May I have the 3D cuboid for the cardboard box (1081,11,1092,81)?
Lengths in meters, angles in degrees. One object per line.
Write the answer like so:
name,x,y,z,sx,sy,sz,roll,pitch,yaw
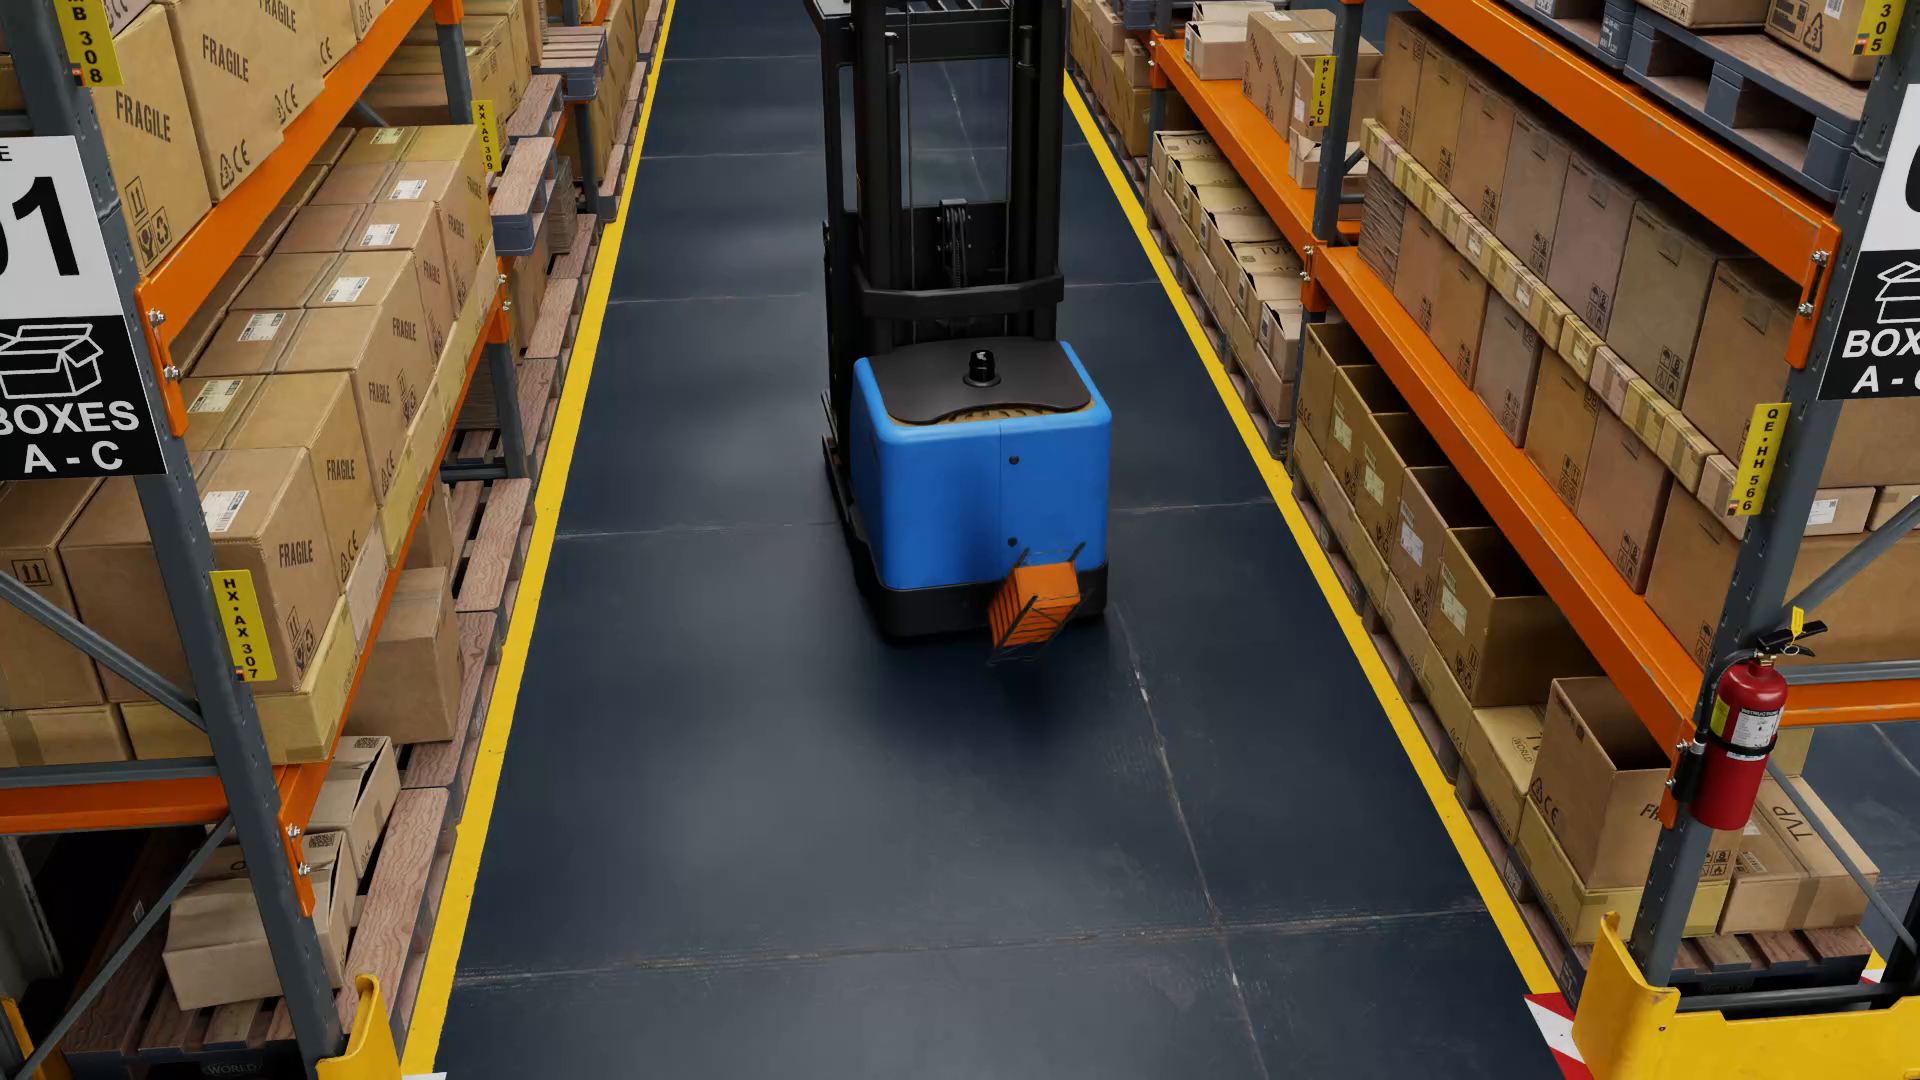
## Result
cardboard box,1.356,-4.338,14.596,0.500,0.500,0.500,-2,31,-4

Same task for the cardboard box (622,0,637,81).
cardboard box,-3.249,-4.445,14.454,0.750,0.750,0.750,-2,31,-4

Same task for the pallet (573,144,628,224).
pallet,-3.064,-2.680,12.532,1.003,0.211,1.213,-3,31,-5

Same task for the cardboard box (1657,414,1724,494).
cardboard box,2.362,-0.267,5.042,0.380,0.149,0.250,-2,31,-3

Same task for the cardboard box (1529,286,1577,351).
cardboard box,2.266,-0.795,5.925,0.380,0.149,0.250,-2,31,-3

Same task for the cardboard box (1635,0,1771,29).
cardboard box,2.243,-1.665,4.788,0.500,0.250,0.500,-3,31,-5

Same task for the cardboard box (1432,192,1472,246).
cardboard box,2.169,-1.322,6.808,0.380,0.149,0.250,-4,31,-6

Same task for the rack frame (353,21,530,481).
rack frame,-2.692,-1.429,7.718,1.000,3.000,0.127,-3,31,-5

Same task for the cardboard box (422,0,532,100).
cardboard box,-2.873,-2.829,9.534,0.700,0.500,0.500,-3,31,-5

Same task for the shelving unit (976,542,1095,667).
shelving unit,0.288,0.282,6.791,0.258,1.200,0.189,-6,74,-10

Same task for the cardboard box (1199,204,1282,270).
cardboard box,1.774,-1.879,10.196,0.500,0.311,0.500,-3,31,-5

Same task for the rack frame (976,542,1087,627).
rack frame,0.274,0.195,6.816,0.240,1.200,0.006,-6,74,-10

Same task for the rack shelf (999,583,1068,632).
rack shelf,0.299,0.260,6.720,0.258,0.103,0.180,-6,74,-10

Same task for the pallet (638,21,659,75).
pallet,-3.432,-4.708,15.927,1.003,0.211,1.213,-3,31,-5

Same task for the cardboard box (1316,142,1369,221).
cardboard box,2.150,-1.853,8.574,0.500,0.250,0.500,-1,31,-1

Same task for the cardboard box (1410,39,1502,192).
cardboard box,2.336,-1.784,6.949,0.700,0.500,0.500,-3,31,-5

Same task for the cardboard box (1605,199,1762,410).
cardboard box,2.523,-0.760,5.235,0.700,0.500,0.500,-4,31,-6

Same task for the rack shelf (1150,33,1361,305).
rack shelf,2.053,-2.381,10.012,1.077,0.370,4.000,-3,31,-5

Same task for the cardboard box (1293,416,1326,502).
cardboard box,1.981,-0.417,8.295,0.500,0.250,0.500,-3,31,-5

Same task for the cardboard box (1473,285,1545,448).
cardboard box,2.435,-0.698,6.396,0.700,0.500,0.500,-2,31,-3

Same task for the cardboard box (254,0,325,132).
cardboard box,-2.168,-1.450,4.710,0.500,0.500,0.500,-1,31,-2

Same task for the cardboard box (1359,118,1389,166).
cardboard box,2.072,-1.843,7.681,0.380,0.149,0.250,-3,31,-5

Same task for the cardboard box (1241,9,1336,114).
cardboard box,2.039,-2.898,10.079,0.500,0.500,0.500,-4,31,-7

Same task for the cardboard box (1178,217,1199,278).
cardboard box,1.725,-1.907,10.790,0.500,0.250,0.500,-4,31,-6

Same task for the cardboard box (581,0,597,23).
cardboard box,-2.821,-3.820,11.946,0.380,0.149,0.250,-2,31,-3

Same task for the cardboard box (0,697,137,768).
cardboard box,-2.555,0.439,4.716,0.500,0.250,0.500,-2,31,-4

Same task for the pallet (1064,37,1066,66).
pallet,1.429,-4.906,16.258,1.003,0.211,1.213,-3,31,-5

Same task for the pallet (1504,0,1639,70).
pallet,2.456,-1.863,5.604,1.003,0.211,1.213,-3,31,-5

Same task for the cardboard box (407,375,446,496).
cardboard box,-2.197,-0.378,6.085,0.500,0.250,0.500,-2,31,-4

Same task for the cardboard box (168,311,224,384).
cardboard box,-2.664,-0.405,5.398,0.500,0.500,0.500,-4,31,-6

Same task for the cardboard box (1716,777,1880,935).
cardboard box,2.785,1.090,5.773,0.500,0.250,0.500,-3,31,-5

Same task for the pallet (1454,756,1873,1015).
pallet,2.500,1.182,6.064,1.003,0.211,1.213,-3,31,-5

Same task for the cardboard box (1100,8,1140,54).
cardboard box,1.436,-4.165,13.575,0.500,0.250,0.500,-3,31,-6

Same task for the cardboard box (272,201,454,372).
cardboard box,-2.251,-0.957,6.322,0.500,0.500,0.500,-4,31,-6

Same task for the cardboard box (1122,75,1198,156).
cardboard box,1.545,-3.293,12.846,0.500,0.500,0.500,-2,31,-3

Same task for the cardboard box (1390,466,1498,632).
cardboard box,2.114,0.027,6.820,0.500,0.500,0.500,-3,31,-5

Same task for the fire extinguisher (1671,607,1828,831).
fire extinguisher,2.162,0.490,4.581,0.296,0.674,0.183,-3,31,-5

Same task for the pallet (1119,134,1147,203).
pallet,1.834,-2.896,12.893,1.003,0.211,1.213,-3,31,-5

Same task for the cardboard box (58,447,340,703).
cardboard box,-2.064,0.089,4.572,0.500,0.500,0.500,-3,31,-5

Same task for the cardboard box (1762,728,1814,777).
cardboard box,2.736,0.512,6.008,0.500,0.500,0.500,-3,31,-5

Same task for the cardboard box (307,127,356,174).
cardboard box,-2.856,-1.445,7.140,0.500,0.500,0.500,-3,31,-6

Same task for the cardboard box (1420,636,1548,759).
cardboard box,2.162,0.604,6.585,0.500,0.250,0.500,-3,31,-5

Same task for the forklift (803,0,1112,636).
forklift,-0.122,-1.572,8.024,1.130,2.935,3.031,-6,31,-10

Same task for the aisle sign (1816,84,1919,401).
aisle sign,2.327,-0.695,3.953,0.394,0.787,0.004,-3,31,-5

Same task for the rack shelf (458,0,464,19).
rack shelf,-2.879,-3.429,8.842,1.077,0.370,4.000,-3,31,-5

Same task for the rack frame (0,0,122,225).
rack frame,-2.318,-1.962,2.760,1.000,3.000,0.127,-3,31,-5

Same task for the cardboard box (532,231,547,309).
cardboard box,-2.939,-1.701,10.181,0.700,0.500,0.500,-3,31,-5

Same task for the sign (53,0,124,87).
sign,-1.778,-1.076,3.349,0.100,0.325,0.005,-3,31,-5

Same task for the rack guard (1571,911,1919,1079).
rack guard,2.616,1.459,5.320,1.175,0.500,0.348,-3,31,-5

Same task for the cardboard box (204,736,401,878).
cardboard box,-2.346,0.930,5.961,0.500,0.311,0.500,0,31,0

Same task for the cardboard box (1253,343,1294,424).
cardboard box,1.912,-0.866,9.047,0.500,0.250,0.500,-3,31,-5

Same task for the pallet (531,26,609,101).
pallet,-2.893,-3.030,10.585,1.213,0.211,1.003,-3,31,-5
